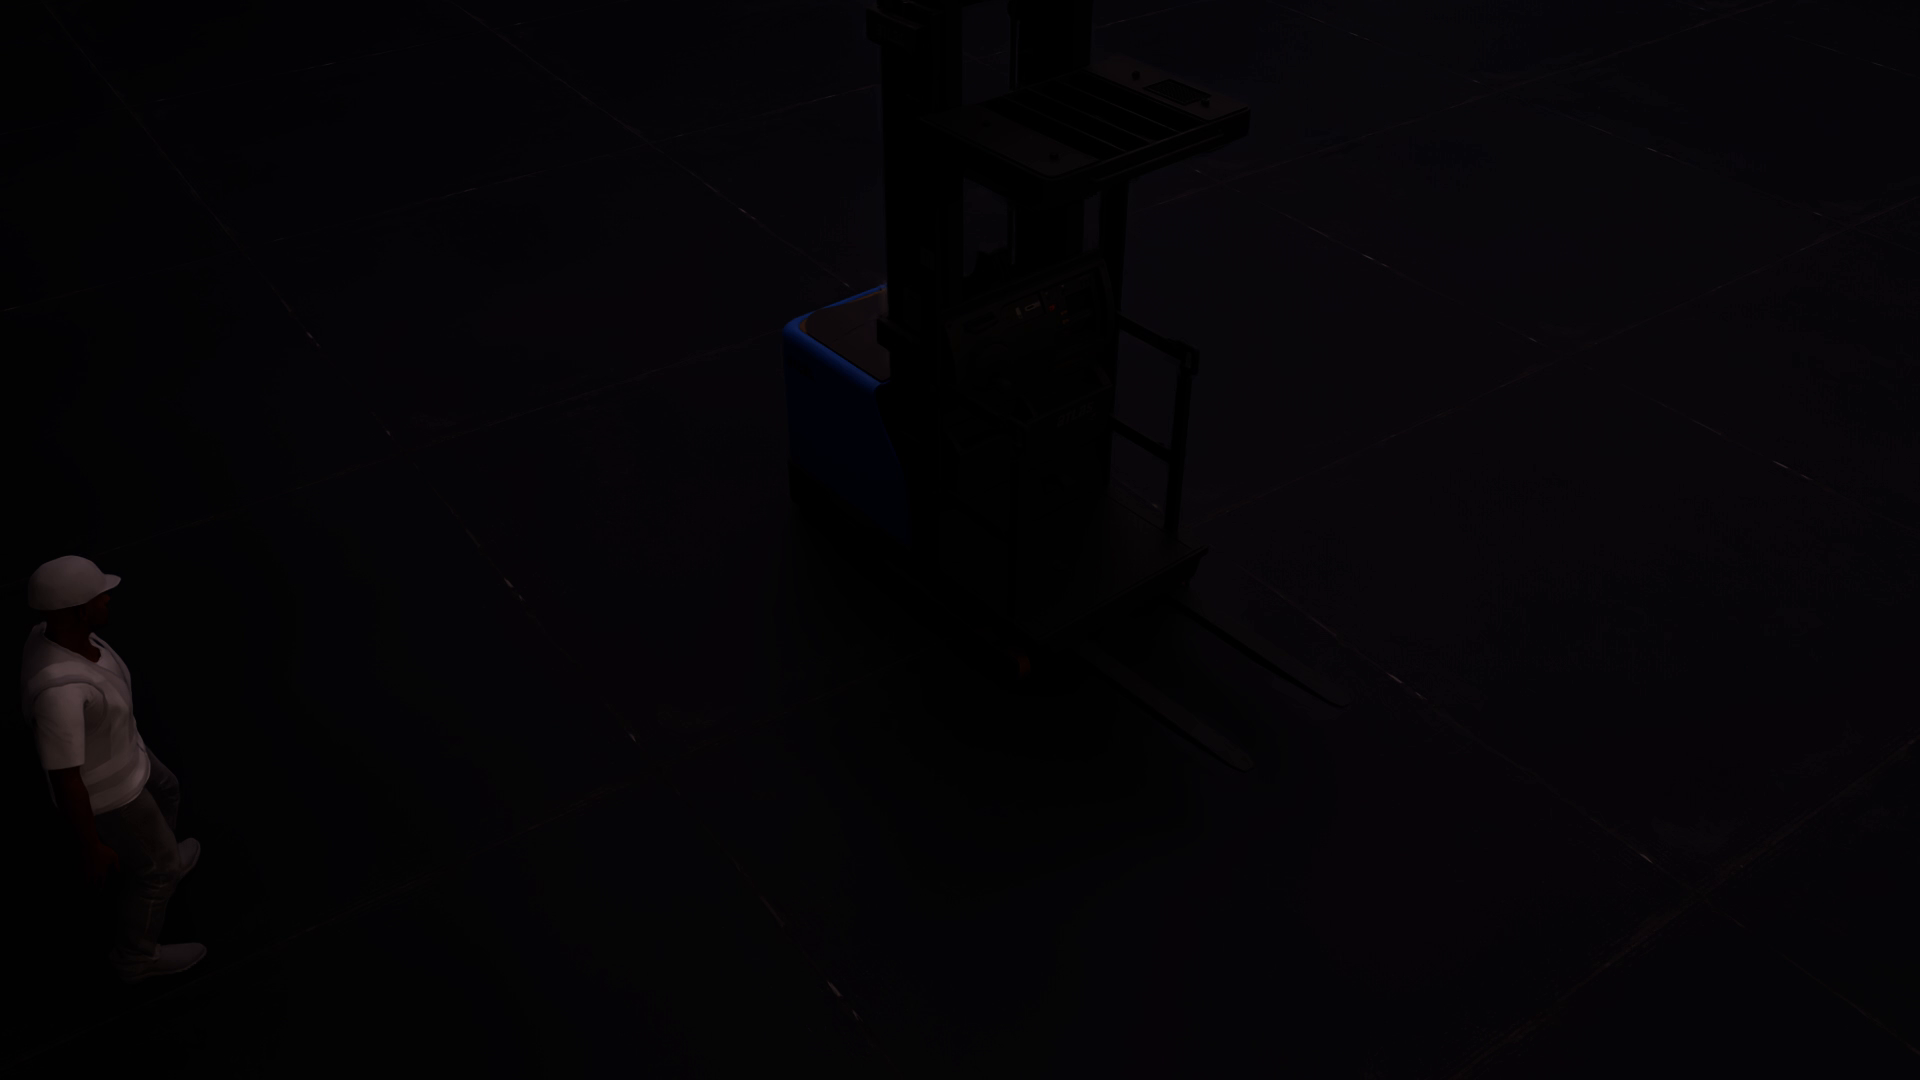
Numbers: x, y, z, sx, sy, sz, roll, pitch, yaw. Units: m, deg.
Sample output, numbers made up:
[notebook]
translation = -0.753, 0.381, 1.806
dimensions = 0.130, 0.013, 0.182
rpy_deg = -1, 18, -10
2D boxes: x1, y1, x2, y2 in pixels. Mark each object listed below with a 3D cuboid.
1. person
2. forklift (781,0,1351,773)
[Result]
[person]
translation = -2.990, 0.817, 5.867
dimensions = 0.472, 1.731, 0.893
rpy_deg = -17, 40, -21
[forklift]
translation = 0.448, -0.873, 7.126
dimensions = 1.130, 2.935, 3.031
rpy_deg = -26, 44, -31
